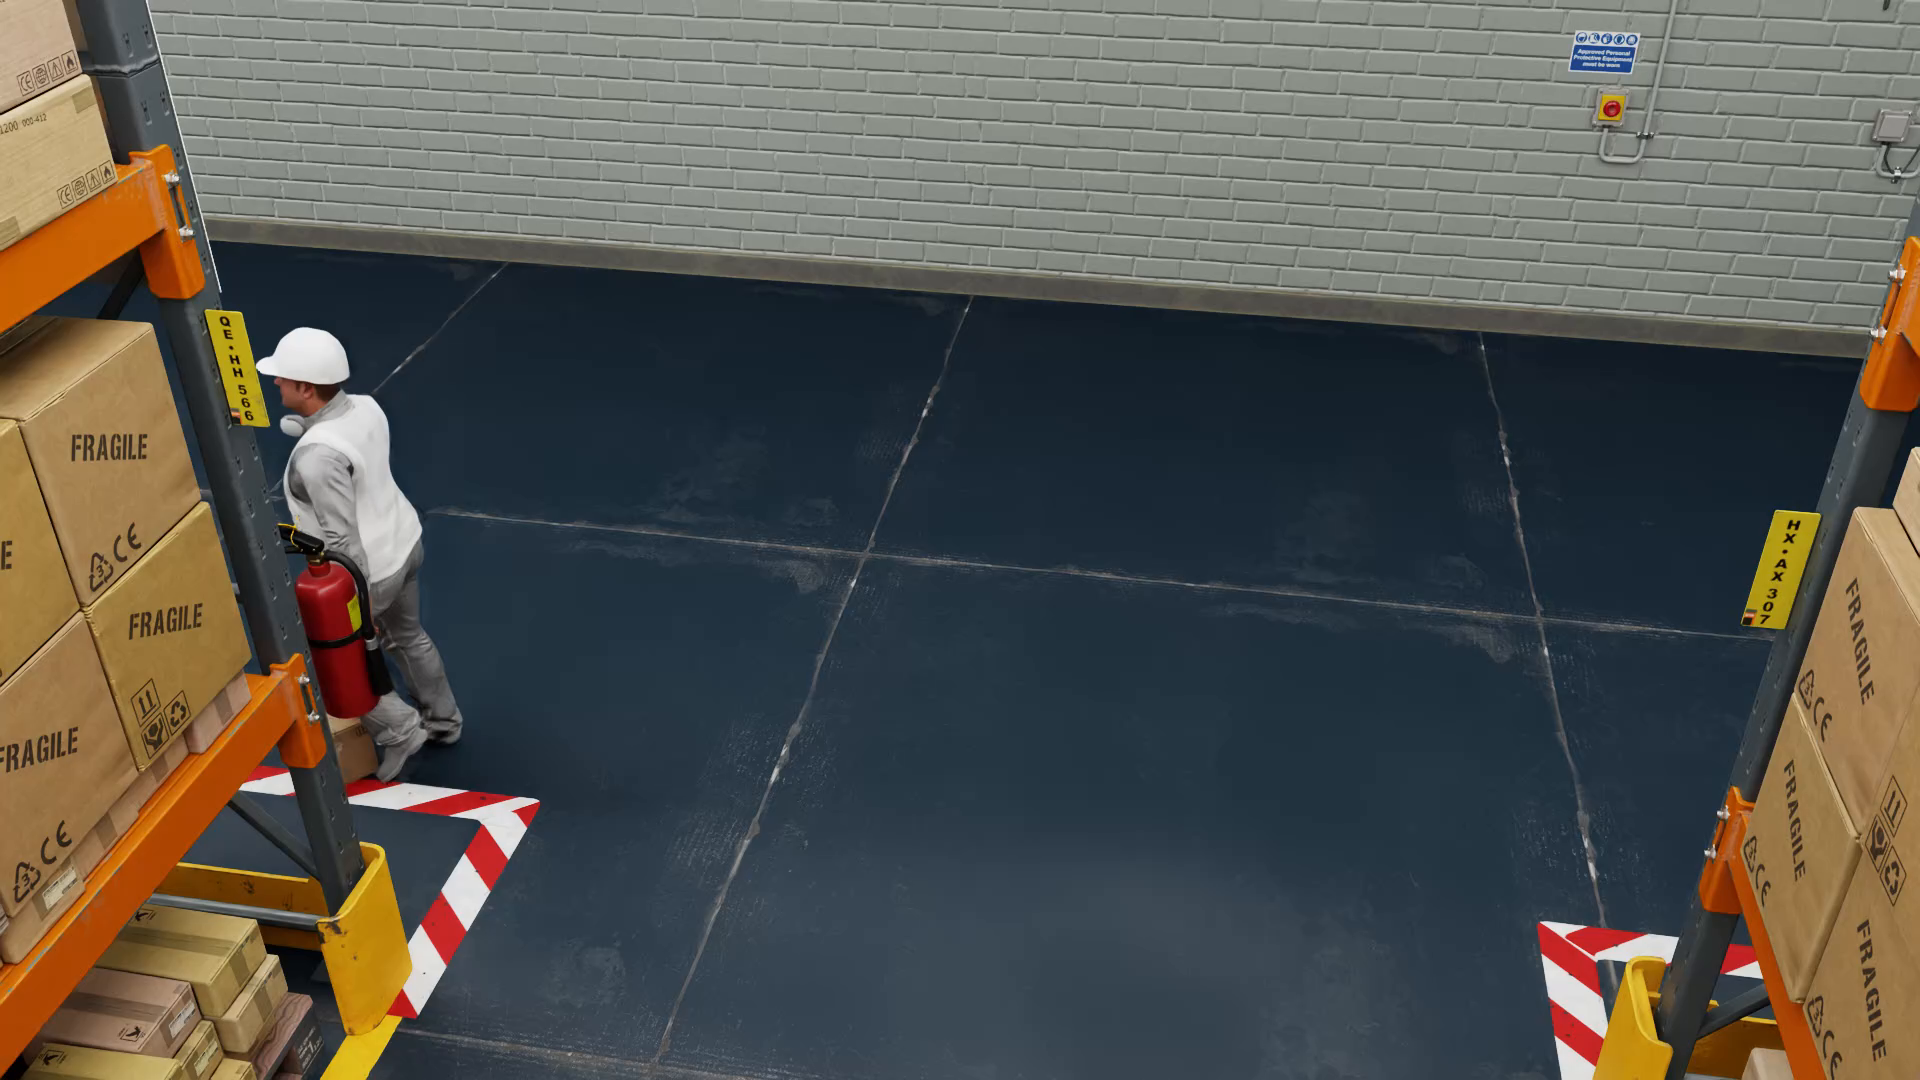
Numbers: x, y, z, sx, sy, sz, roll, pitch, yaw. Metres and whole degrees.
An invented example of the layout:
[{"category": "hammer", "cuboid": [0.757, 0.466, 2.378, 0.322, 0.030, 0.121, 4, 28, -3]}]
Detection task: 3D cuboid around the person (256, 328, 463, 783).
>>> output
[{"category": "person", "cuboid": [-2.161, 0.083, 5.986, 0.471, 1.813, 0.585, 3, 32, 5]}]
